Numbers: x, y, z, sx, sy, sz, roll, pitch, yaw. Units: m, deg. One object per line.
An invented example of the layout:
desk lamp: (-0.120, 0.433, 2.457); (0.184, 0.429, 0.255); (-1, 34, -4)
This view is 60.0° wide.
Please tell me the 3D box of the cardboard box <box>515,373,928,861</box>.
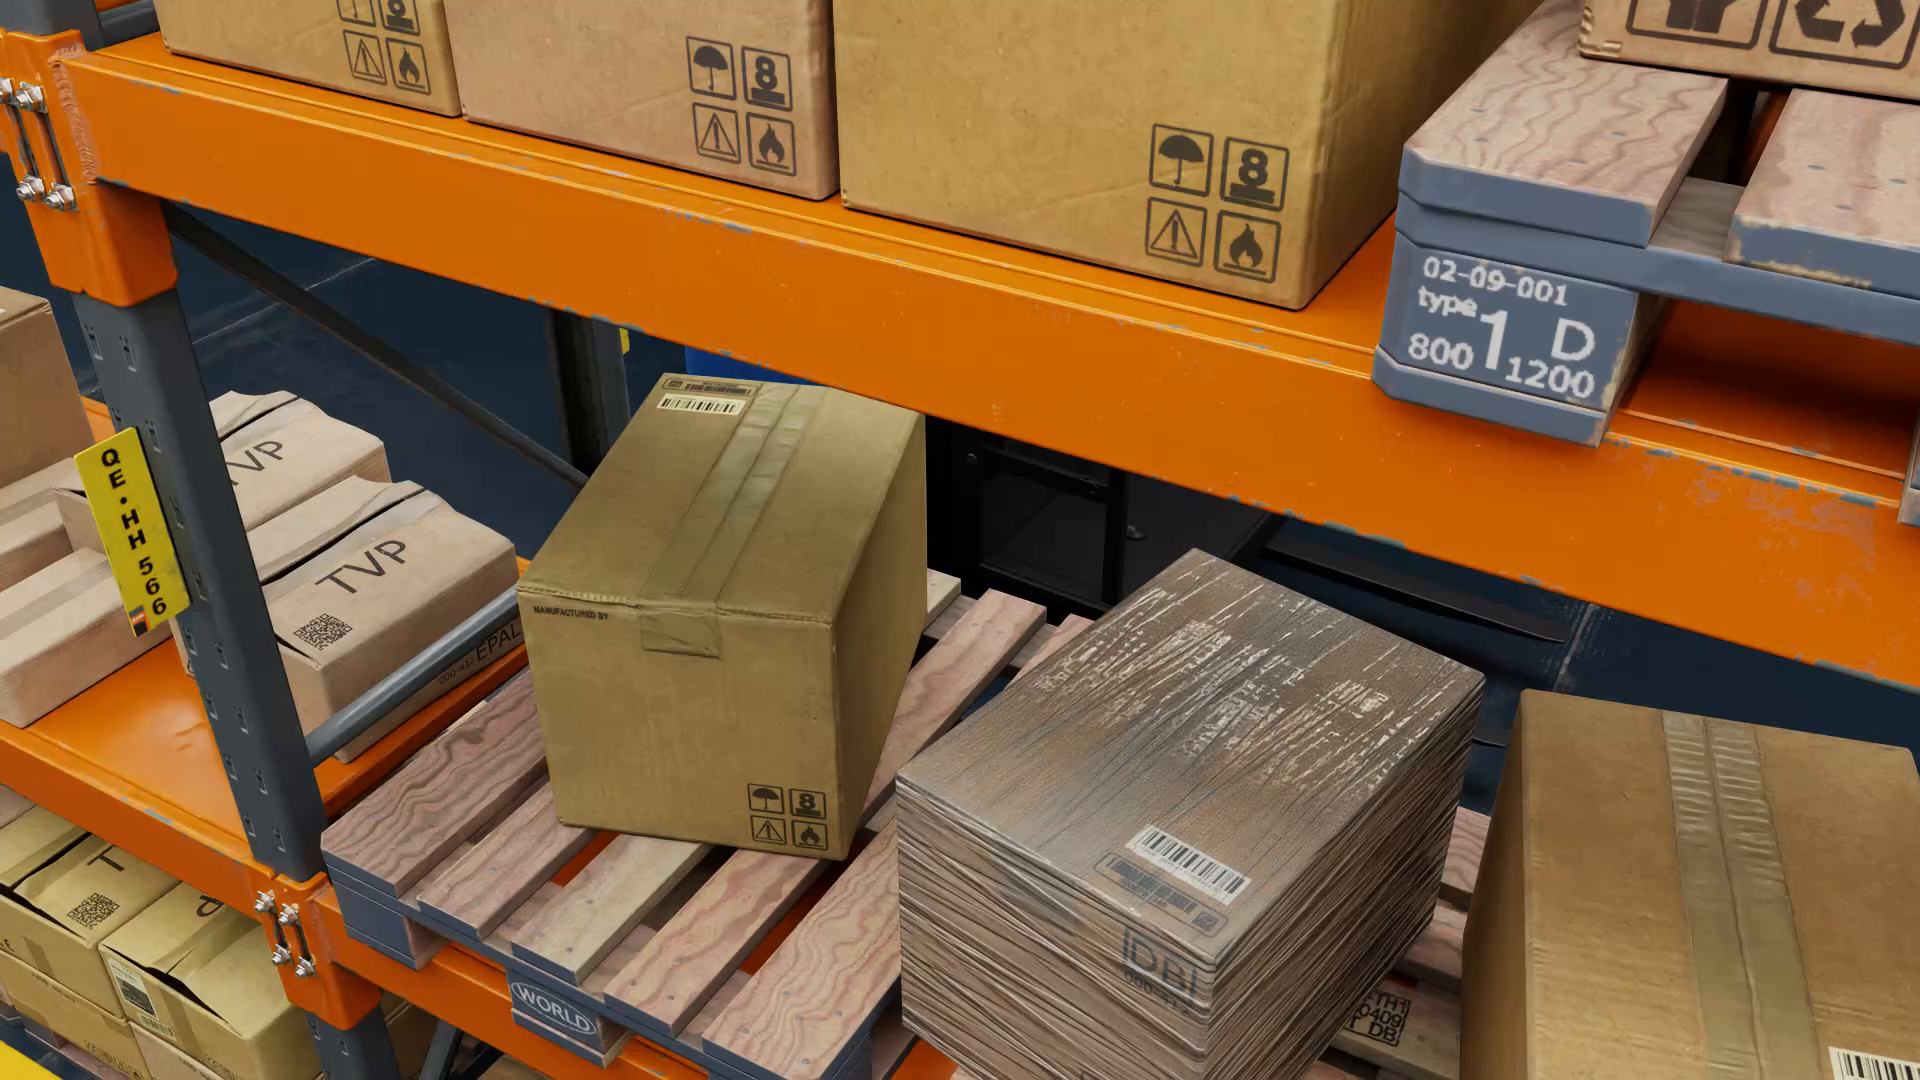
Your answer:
cardboard box: (-0.371, 0.108, 2.912); (0.500, 0.500, 0.700); (6, 34, 9)

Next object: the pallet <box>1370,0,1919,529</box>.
pallet: (1.066, -0.361, 1.550); (1.003, 0.211, 1.213); (18, 37, 24)

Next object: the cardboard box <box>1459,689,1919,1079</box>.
cardboard box: (0.935, 0.633, 2.124); (0.500, 0.500, 0.700); (8, 35, 12)

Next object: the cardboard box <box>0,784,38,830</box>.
cardboard box: (-2.442, 0.637, 4.184); (0.500, 0.311, 0.500); (17, 37, 24)

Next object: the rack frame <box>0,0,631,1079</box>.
rack frame: (-0.974, 0.206, 3.235); (0.127, 3.000, 1.000); (18, 37, 24)

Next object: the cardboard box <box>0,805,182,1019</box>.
cardboard box: (-2.005, 0.777, 3.973); (0.500, 0.311, 0.500); (17, 37, 24)

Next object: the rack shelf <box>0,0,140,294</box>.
rack shelf: (-2.710, -1.293, 3.429); (4.000, 0.370, 1.077); (18, 37, 24)

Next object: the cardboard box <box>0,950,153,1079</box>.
cardboard box: (-2.001, 1.008, 4.132); (0.500, 0.250, 0.500); (17, 37, 24)

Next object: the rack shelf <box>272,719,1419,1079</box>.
rack shelf: (0.763, 1.055, 2.608); (4.000, 0.370, 1.077); (18, 37, 24)

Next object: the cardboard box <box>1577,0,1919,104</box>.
cardboard box: (0.939, -0.740, 1.390); (0.600, 0.600, 0.600); (16, 37, 23)

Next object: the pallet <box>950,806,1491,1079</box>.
pallet: (0.717, 0.818, 2.488); (1.213, 0.211, 1.003); (18, 37, 24)

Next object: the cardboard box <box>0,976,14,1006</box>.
cardboard box: (-2.436, 0.868, 4.342); (0.500, 0.250, 0.500); (18, 38, 25)

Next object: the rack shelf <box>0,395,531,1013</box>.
rack shelf: (-2.710, -0.045, 4.260); (4.000, 0.370, 1.077); (18, 37, 24)

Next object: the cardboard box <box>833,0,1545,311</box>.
cardboard box: (0.316, -0.697, 1.794); (0.500, 0.500, 0.910); (18, 37, 24)

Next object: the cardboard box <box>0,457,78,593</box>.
cardboard box: (-2.109, -0.013, 3.790); (0.250, 0.149, 0.380); (21, 39, 28)

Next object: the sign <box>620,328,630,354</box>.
sign: (-0.713, -0.507, 3.332); (0.005, 0.325, 0.100); (18, 37, 24)

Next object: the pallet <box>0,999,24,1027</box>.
pallet: (-2.724, 0.785, 4.880); (1.213, 0.211, 1.003); (18, 37, 24)

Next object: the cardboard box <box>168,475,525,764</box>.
cardboard box: (-1.268, 0.122, 3.441); (0.500, 0.311, 0.500); (20, 39, 27)

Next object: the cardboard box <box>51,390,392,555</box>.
cardboard box: (-1.654, -0.096, 3.769); (0.500, 0.311, 0.500); (17, 37, 24)

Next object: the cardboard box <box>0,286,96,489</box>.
cardboard box: (-2.439, -0.289, 3.888); (0.500, 0.500, 0.500); (16, 37, 22)

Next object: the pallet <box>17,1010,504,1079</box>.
pallet: (-1.669, 1.121, 4.376); (1.213, 0.211, 1.003); (18, 37, 24)

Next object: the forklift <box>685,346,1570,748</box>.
forklift: (0.528, -1.031, 5.154); (3.031, 2.935, 1.130); (20, 38, 27)

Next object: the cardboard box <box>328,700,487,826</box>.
cardboard box: (-1.283, 0.657, 4.154); (0.500, 0.311, 0.500); (19, 38, 26)

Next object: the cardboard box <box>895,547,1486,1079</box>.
cardboard box: (0.328, 0.452, 2.396); (0.500, 0.500, 0.700); (25, 41, 33)

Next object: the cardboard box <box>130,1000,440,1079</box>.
cardboard box: (-1.552, 1.148, 3.921); (0.500, 0.250, 0.500); (19, 38, 25)

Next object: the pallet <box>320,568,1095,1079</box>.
pallet: (-0.350, 0.438, 3.059); (1.003, 0.211, 1.213); (18, 37, 24)

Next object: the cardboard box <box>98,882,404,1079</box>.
cardboard box: (-1.551, 0.916, 3.763); (0.500, 0.311, 0.500); (19, 38, 26)

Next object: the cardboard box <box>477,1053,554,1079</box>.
cardboard box: (-0.720, 1.326, 3.411); (0.500, 0.500, 0.500); (19, 38, 26)

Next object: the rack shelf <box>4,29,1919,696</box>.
rack shelf: (0.763, -0.193, 1.777); (4.000, 0.370, 1.077); (18, 37, 24)

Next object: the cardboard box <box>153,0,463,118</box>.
cardboard box: (-0.578, -0.981, 2.220); (0.500, 0.500, 0.910); (18, 37, 24)

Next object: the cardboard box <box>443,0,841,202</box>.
cardboard box: (-0.135, -0.840, 2.009); (0.500, 0.500, 0.910); (18, 37, 24)

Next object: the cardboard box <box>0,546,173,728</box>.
cardboard box: (-1.892, 0.196, 3.476); (0.250, 0.149, 0.380); (18, 37, 24)

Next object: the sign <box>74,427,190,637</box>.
sign: (-1.246, -0.008, 2.511); (0.005, 0.325, 0.100); (18, 37, 24)
